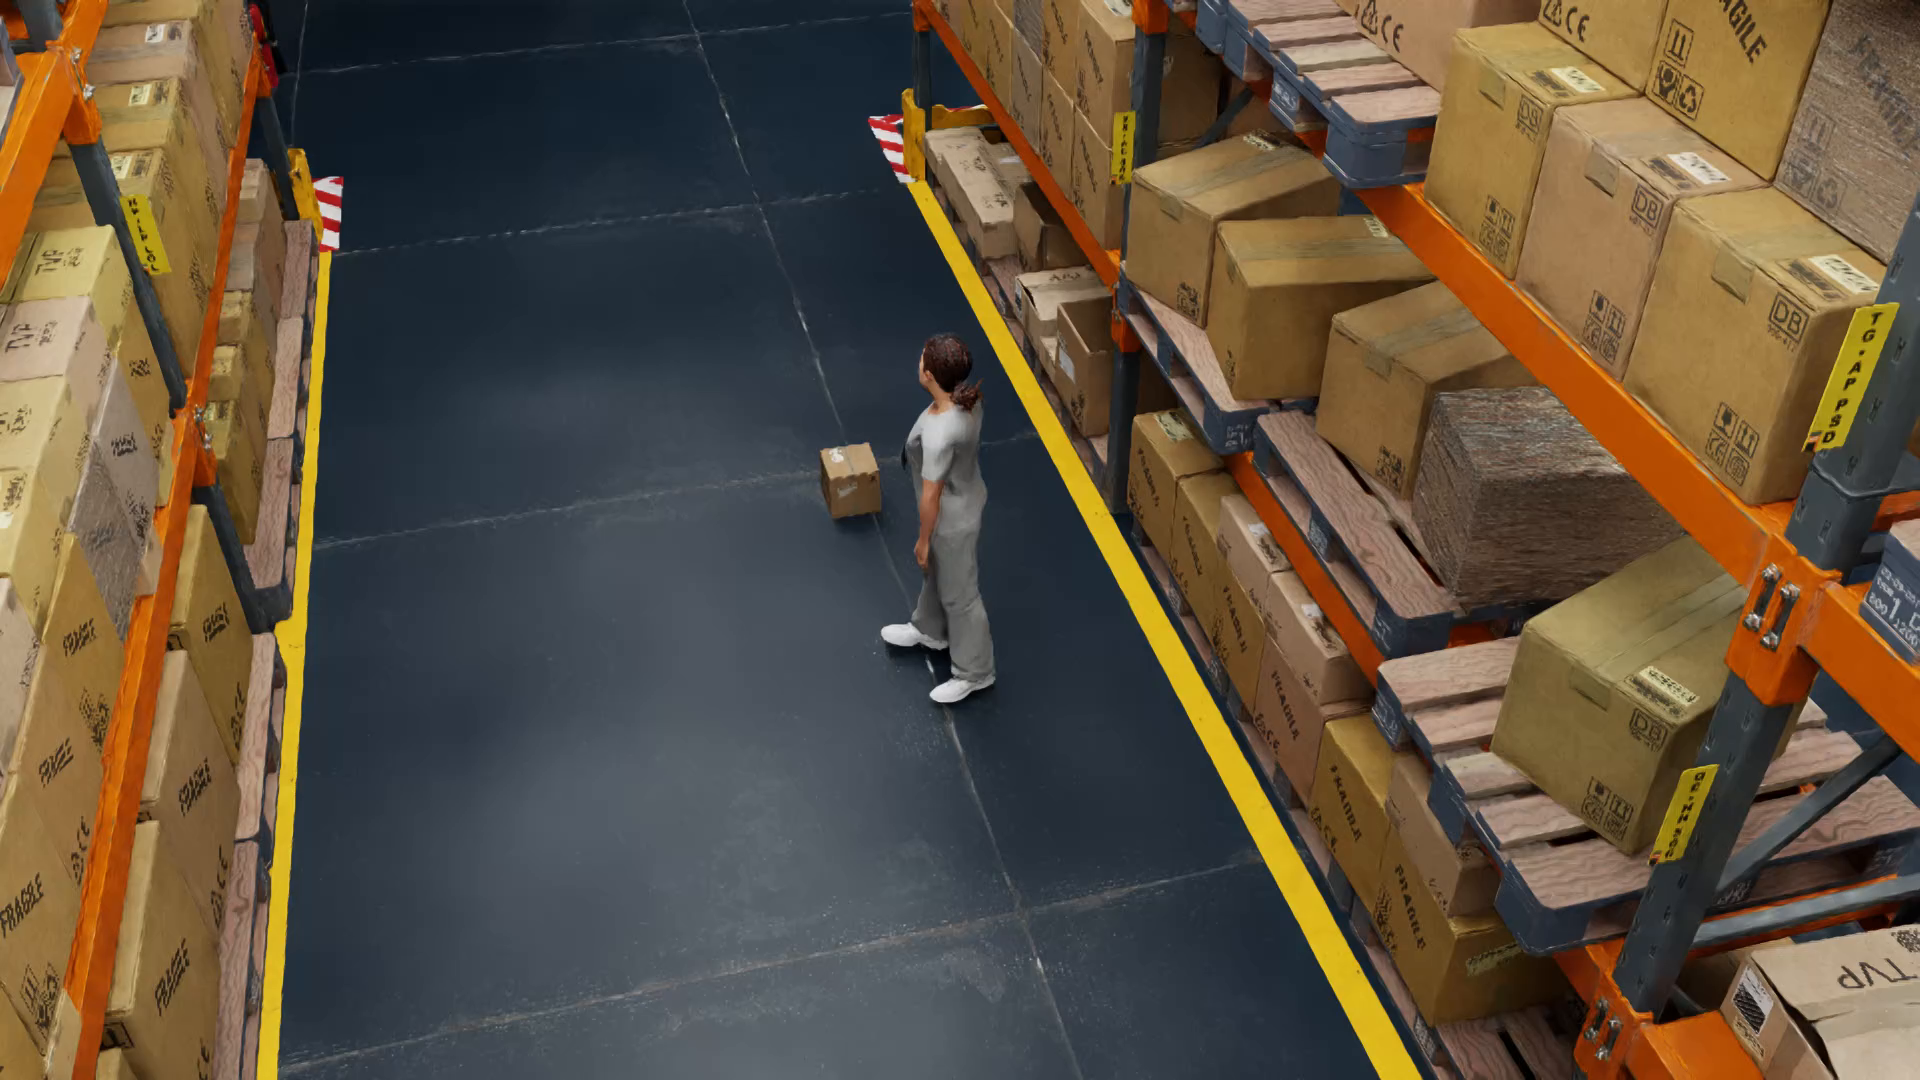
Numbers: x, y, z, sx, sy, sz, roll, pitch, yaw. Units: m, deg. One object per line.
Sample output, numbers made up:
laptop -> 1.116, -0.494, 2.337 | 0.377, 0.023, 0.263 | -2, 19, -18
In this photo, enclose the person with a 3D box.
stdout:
person -> -0.094, -0.119, 6.828 | 0.561, 1.669, 0.547 | 8, 39, 10
